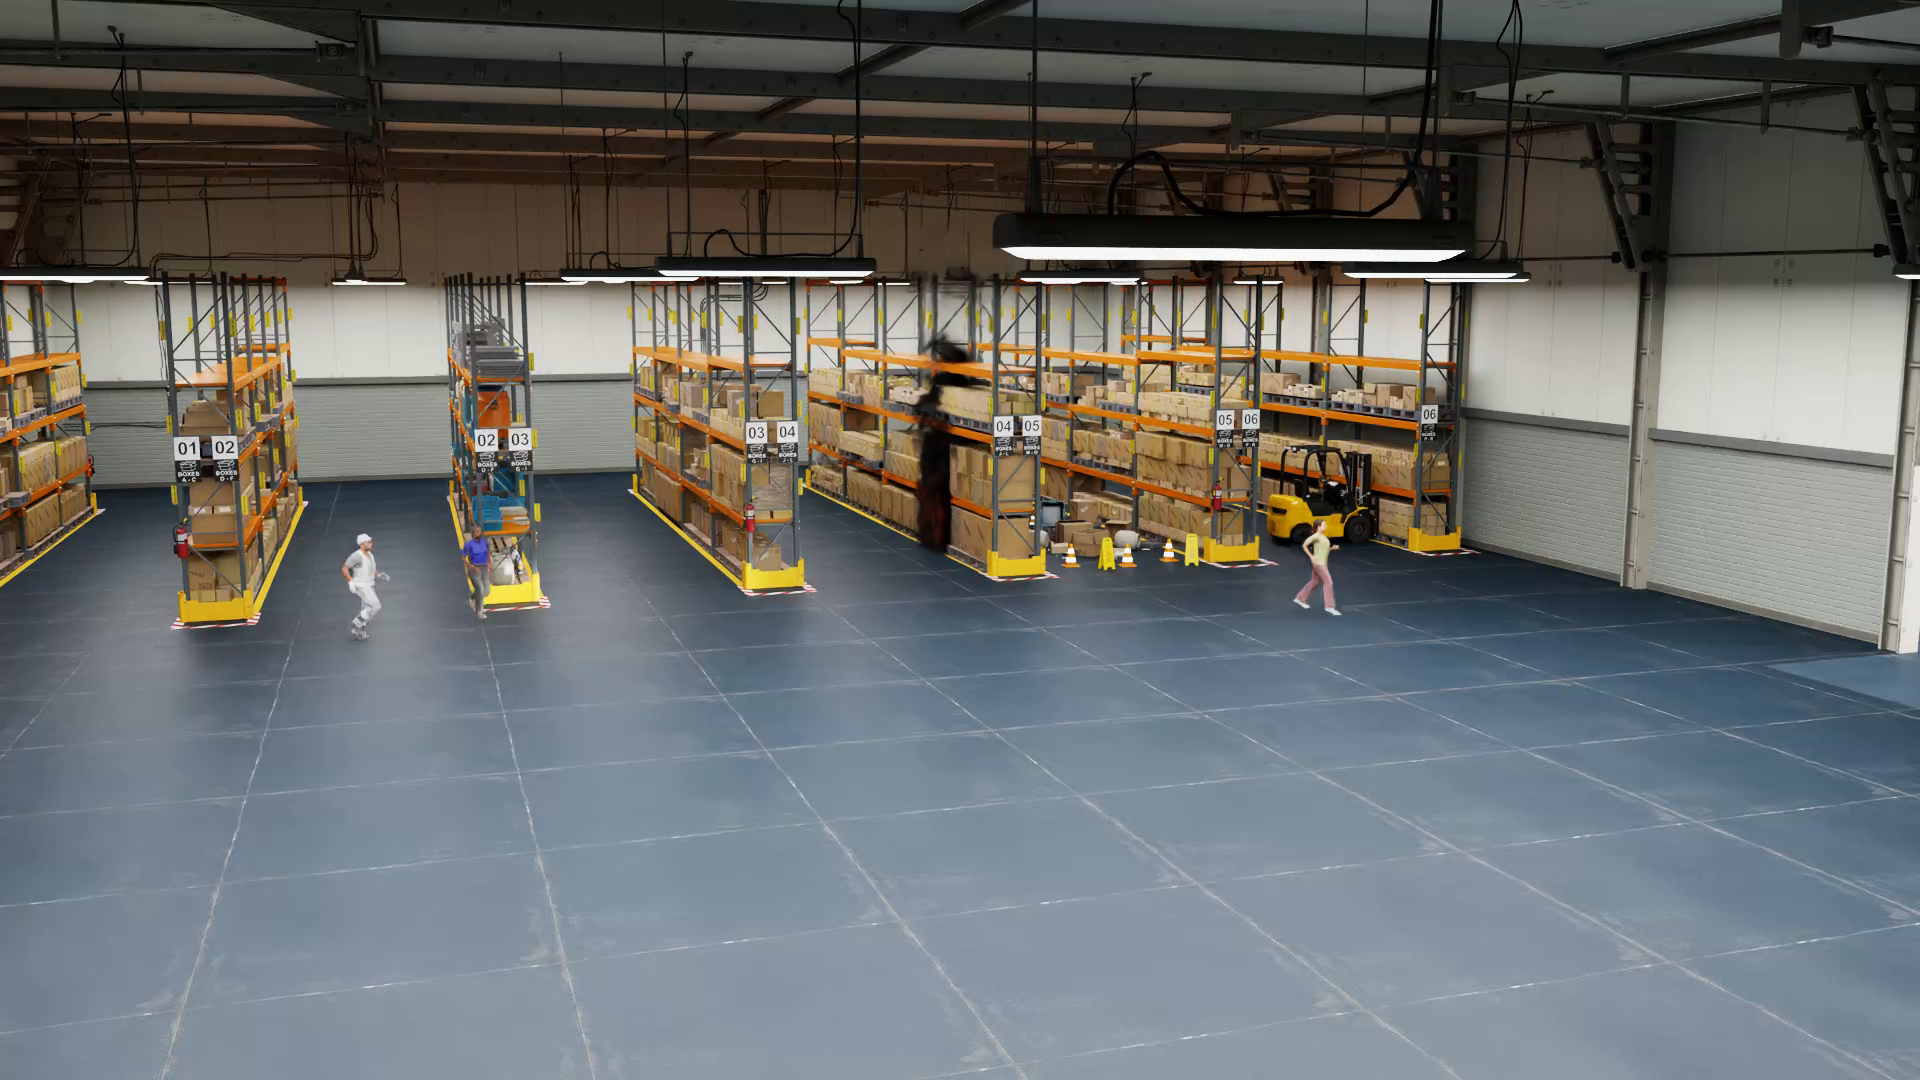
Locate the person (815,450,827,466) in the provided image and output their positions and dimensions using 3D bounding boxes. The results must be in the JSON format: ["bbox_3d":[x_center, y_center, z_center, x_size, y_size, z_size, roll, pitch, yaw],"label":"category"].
[{"bbox_3d":[-4.145,-2.608,49.722,0.808,1.726,0.597,-4,9,-24],"label":"person"}]

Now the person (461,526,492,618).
[{"bbox_3d":[-8.499,0.540,29.219,0.581,1.612,0.612,6,11,36],"label":"person"}]

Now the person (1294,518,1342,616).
[{"bbox_3d":[6.347,0.458,29.397,0.881,1.699,0.557,4,9,24],"label":"person"}]

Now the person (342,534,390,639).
[{"bbox_3d":[-9.688,0.767,27.178,0.674,1.736,0.662,1,9,6],"label":"person"}]
